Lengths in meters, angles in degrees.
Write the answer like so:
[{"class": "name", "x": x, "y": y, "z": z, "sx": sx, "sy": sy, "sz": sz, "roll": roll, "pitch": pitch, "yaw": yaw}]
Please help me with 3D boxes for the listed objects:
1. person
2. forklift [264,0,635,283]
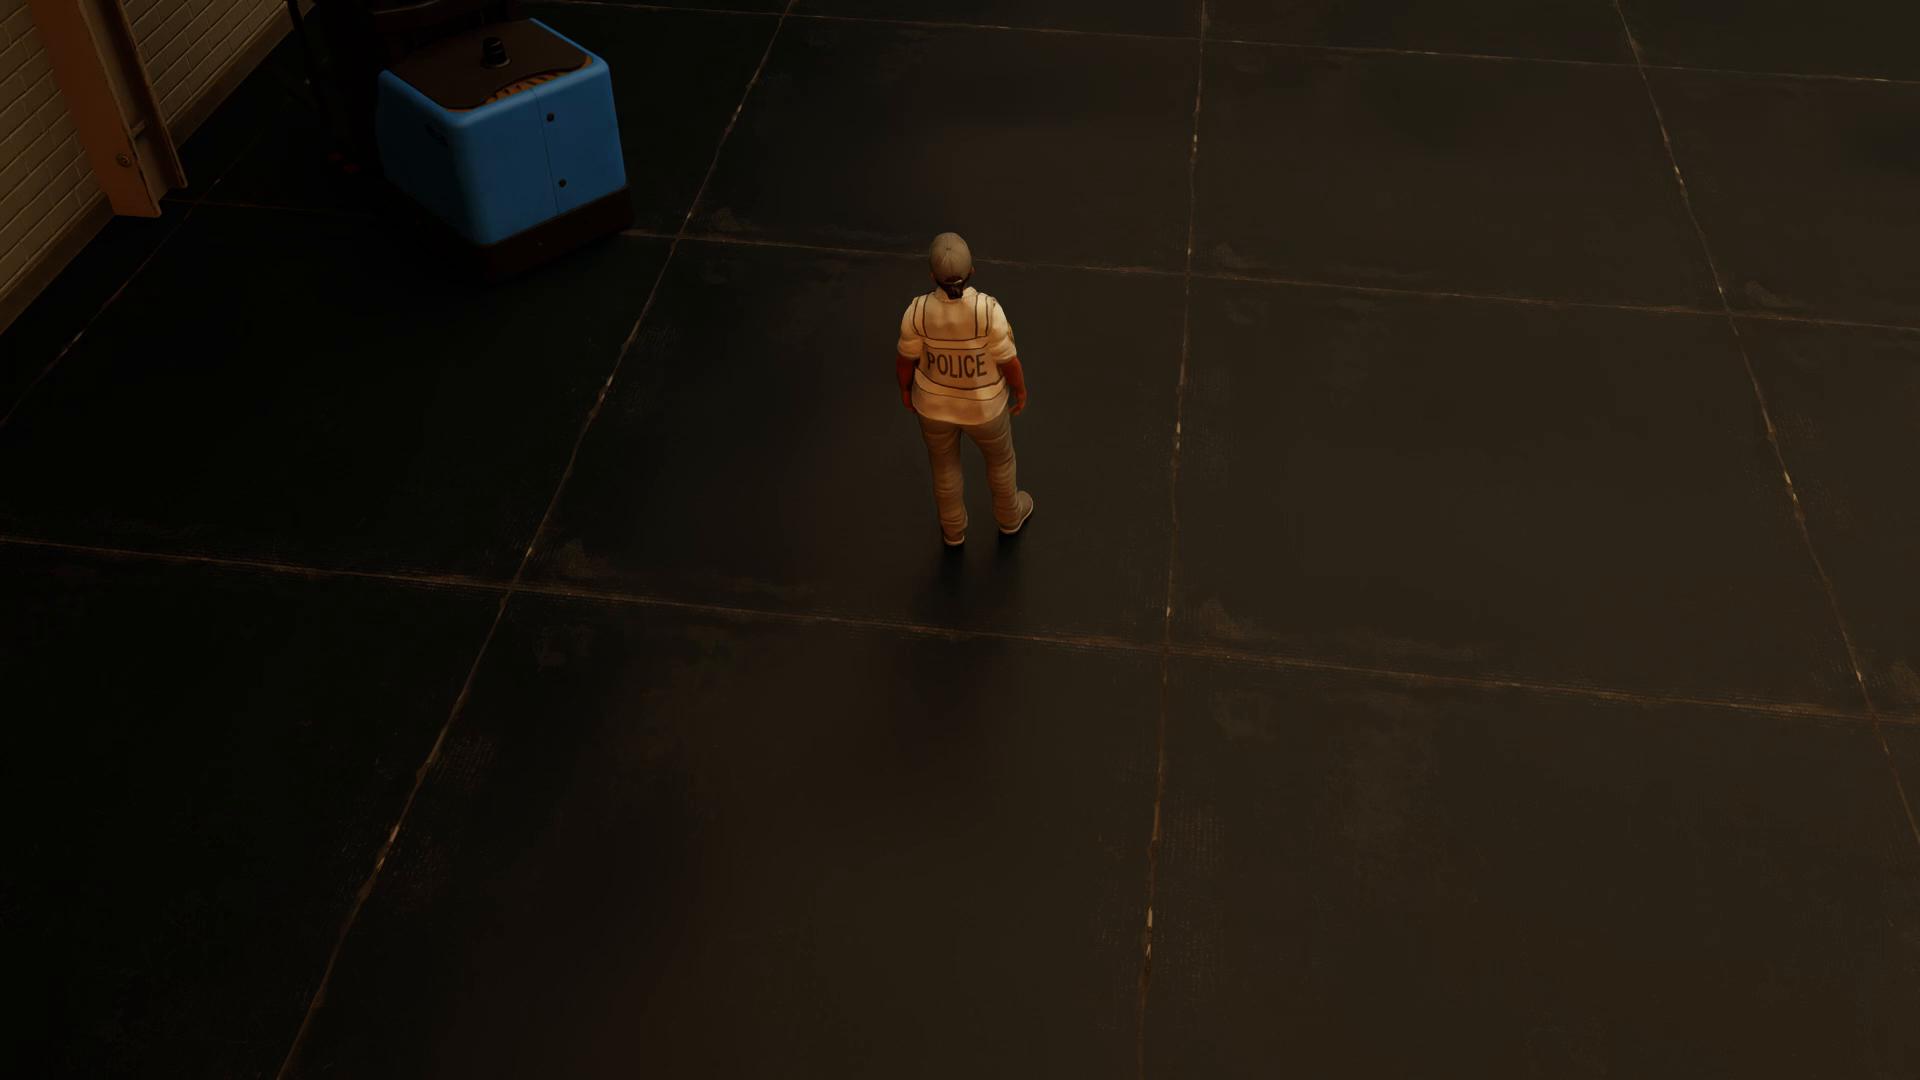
[{"class": "person", "x": 0.033, "y": -0.669, "z": 7.375, "sx": 0.598, "sy": 1.670, "sz": 0.529, "roll": 5, "pitch": 43, "yaw": 6}, {"class": "forklift", "x": -3.305, "y": -3.434, "z": 9.462, "sx": 1.130, "sy": 2.935, "sz": 3.031, "roll": -32, "pitch": 52, "yaw": -30}]
